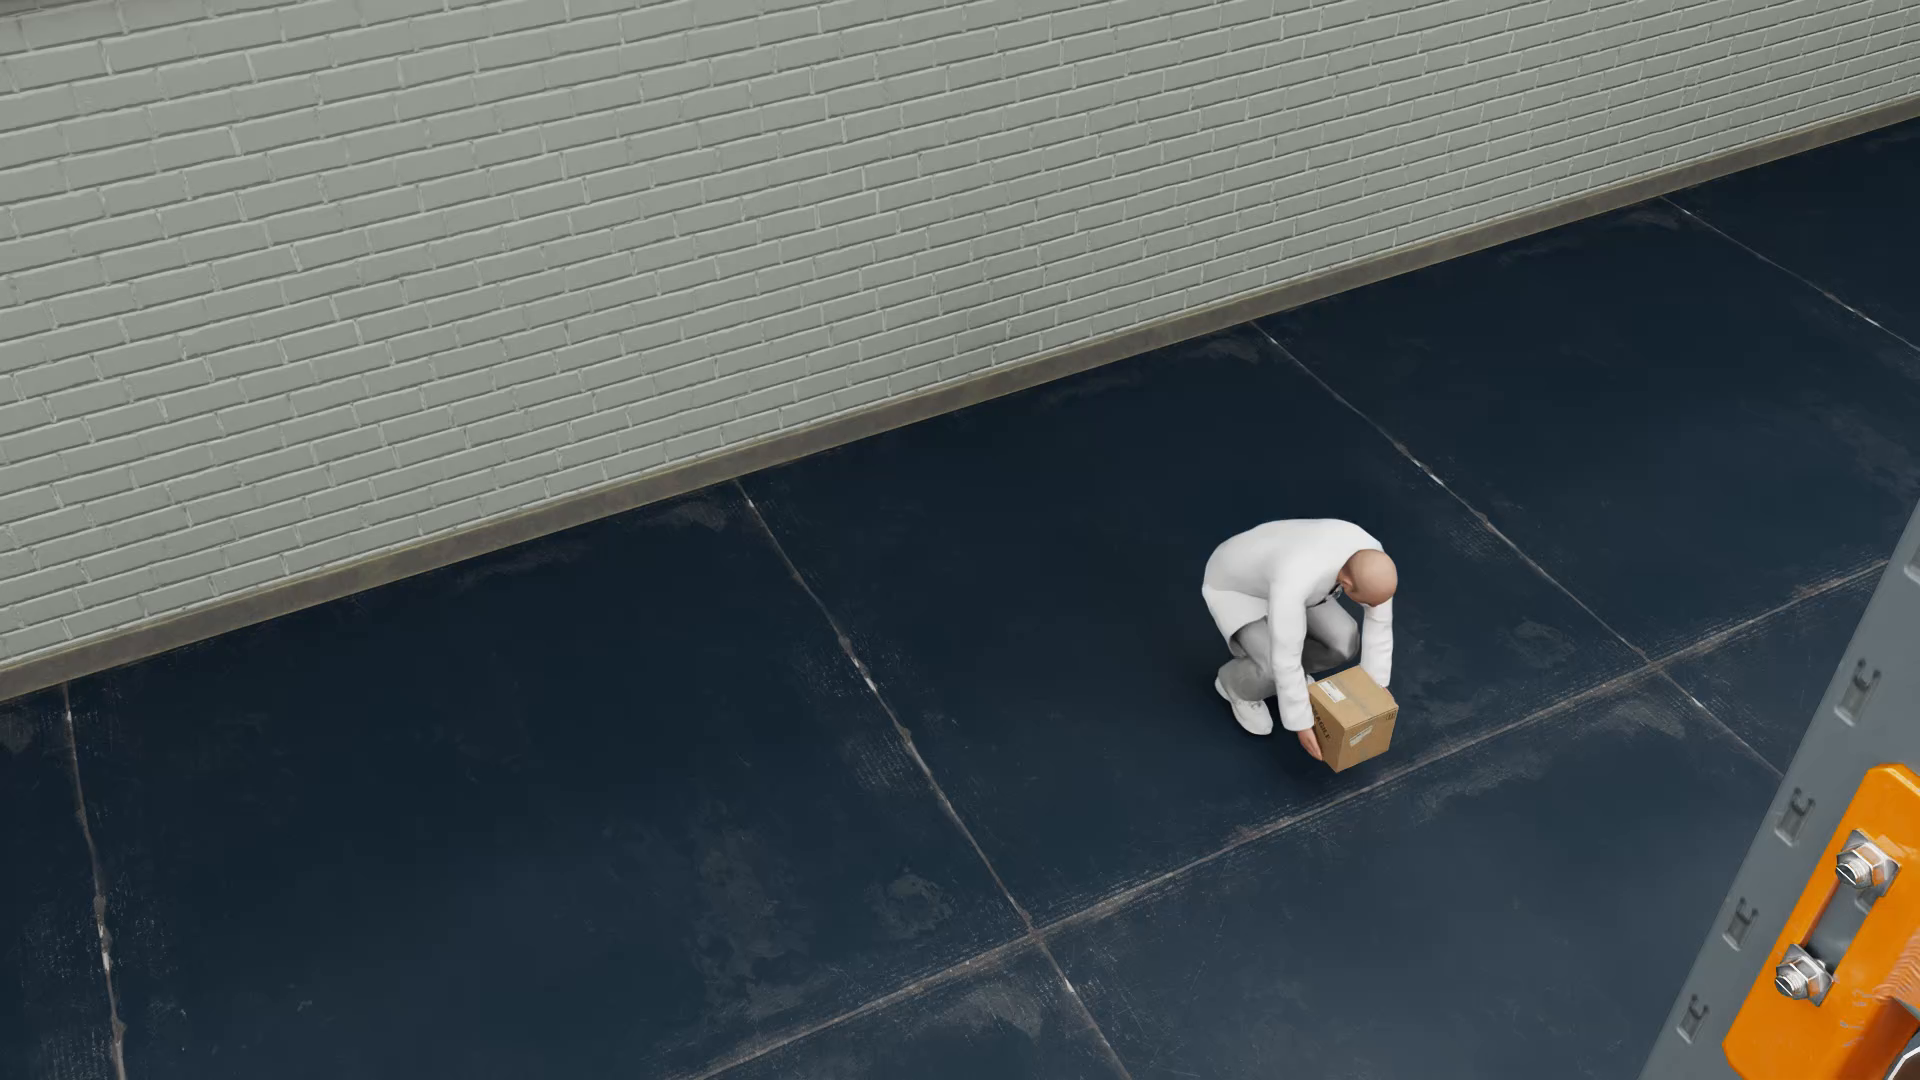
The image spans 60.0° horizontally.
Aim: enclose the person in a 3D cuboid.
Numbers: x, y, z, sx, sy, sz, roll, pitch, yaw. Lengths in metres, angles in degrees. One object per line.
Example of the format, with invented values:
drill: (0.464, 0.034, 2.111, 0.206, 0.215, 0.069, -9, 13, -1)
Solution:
person: (1.333, 0.301, 6.518, 0.608, 1.046, 0.899, -19, 44, -21)
